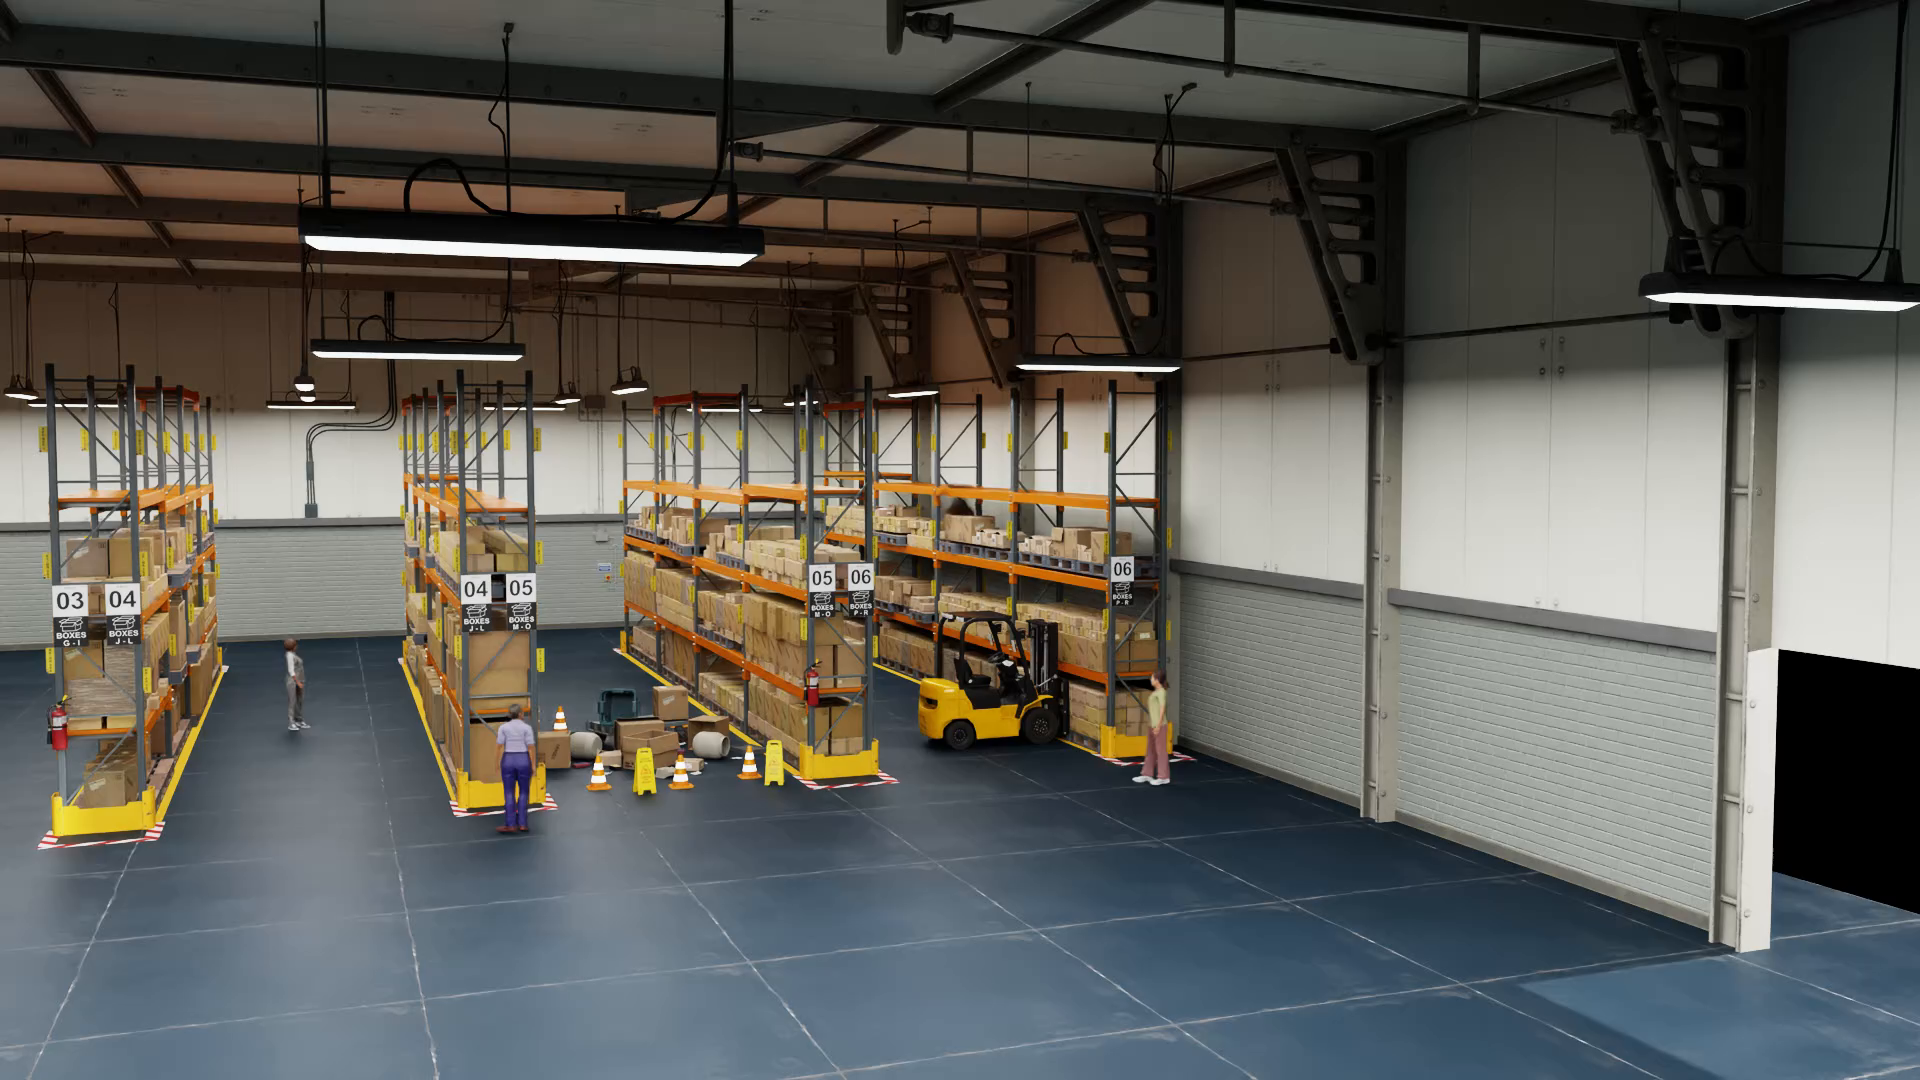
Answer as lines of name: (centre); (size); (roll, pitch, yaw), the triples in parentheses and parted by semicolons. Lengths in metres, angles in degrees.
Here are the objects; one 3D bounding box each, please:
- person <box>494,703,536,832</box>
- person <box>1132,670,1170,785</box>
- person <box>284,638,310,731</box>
person: (-5.733, 2.936, 21.416); (0.549, 1.675, 0.410); (0, 3, -6)
person: (2.822, 2.740, 24.340); (0.503, 1.683, 0.494); (0, 3, -7)
person: (-11.545, 2.514, 29.005); (0.459, 1.627, 0.564); (1, 3, 15)
